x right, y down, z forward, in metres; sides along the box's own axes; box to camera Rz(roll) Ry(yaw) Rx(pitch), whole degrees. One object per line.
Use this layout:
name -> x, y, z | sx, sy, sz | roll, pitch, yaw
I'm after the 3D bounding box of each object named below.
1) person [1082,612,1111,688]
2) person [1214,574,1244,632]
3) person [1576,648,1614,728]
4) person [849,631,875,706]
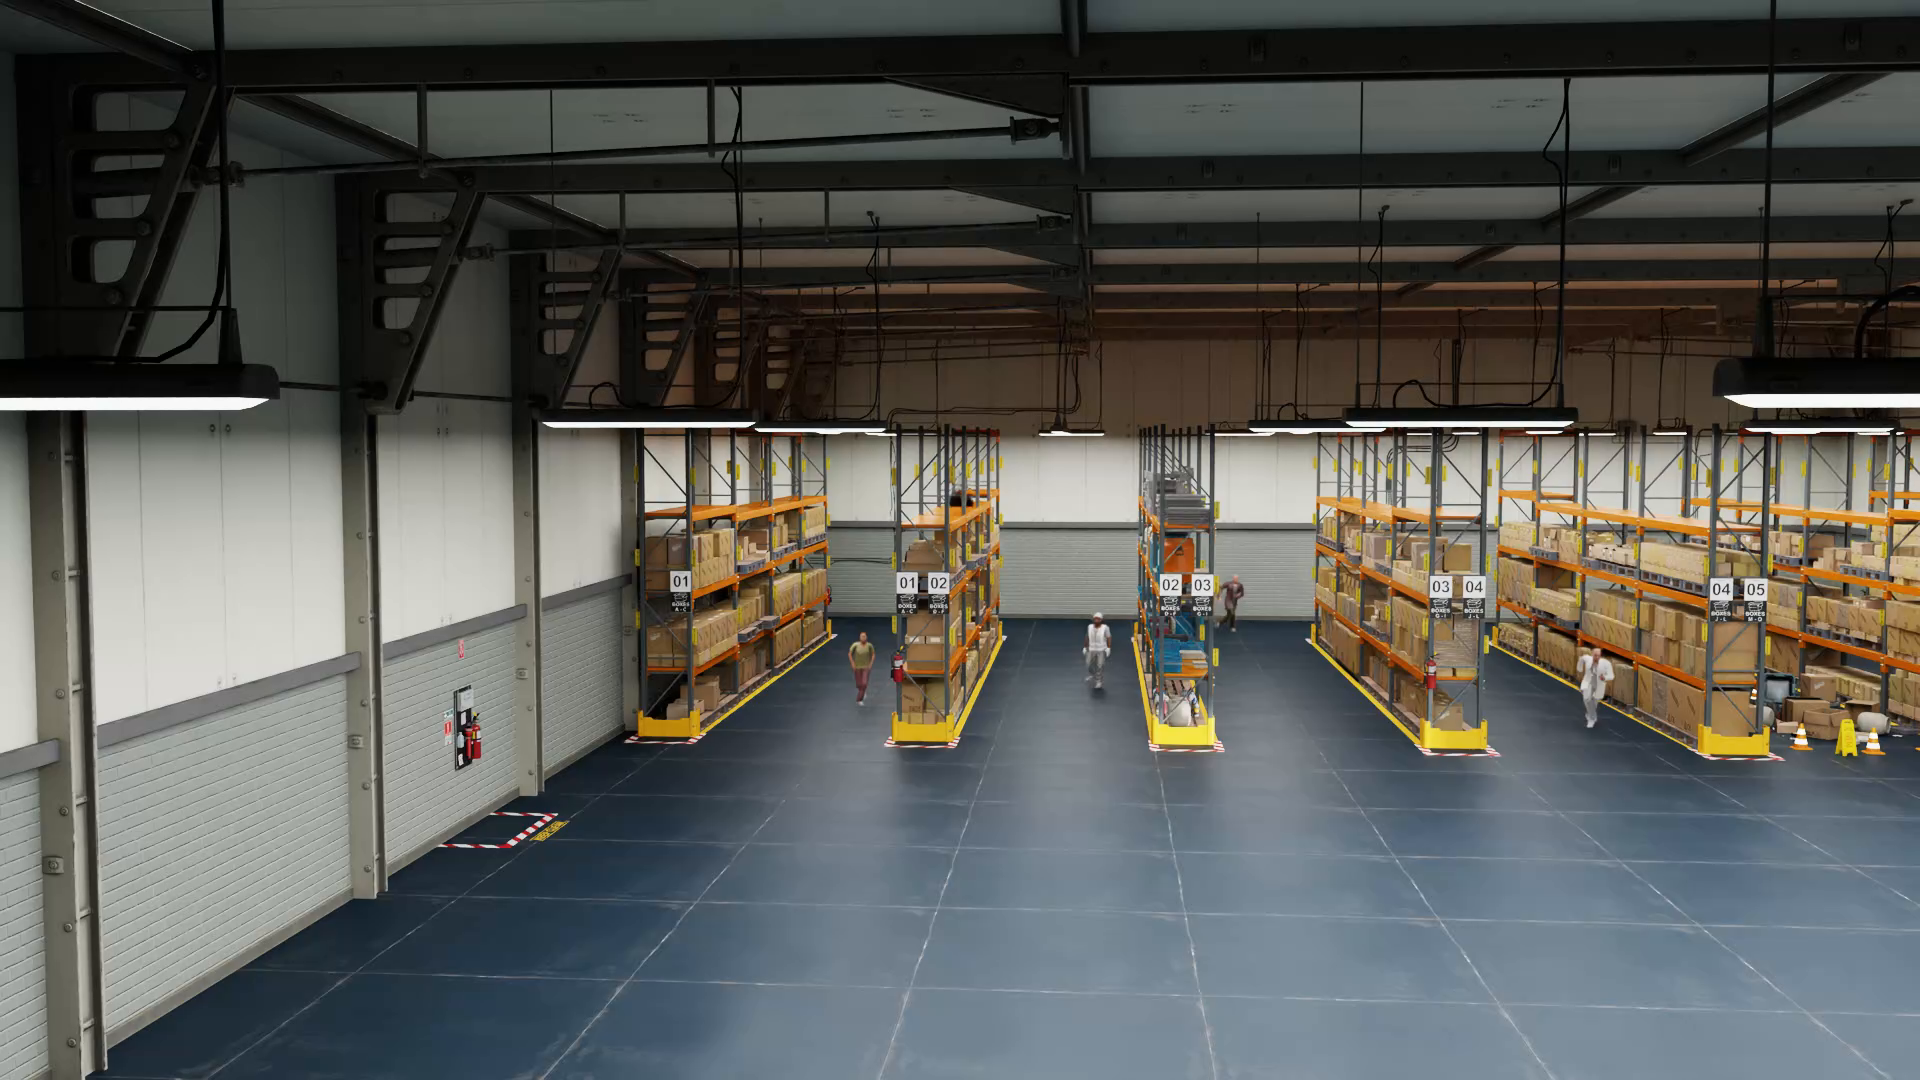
person -> 3.158, 2.520, 38.163 | 0.739, 1.747, 0.683 | 1, 4, 20
person -> 8.017, 1.880, 49.630 | 0.813, 1.729, 0.741 | -2, 4, -31
person -> 12.598, 2.897, 33.004 | 0.701, 1.594, 1.195 | 1, 4, 20
person -> -2.112, 2.746, 35.842 | 0.581, 1.611, 0.558 | 0, 3, -6
